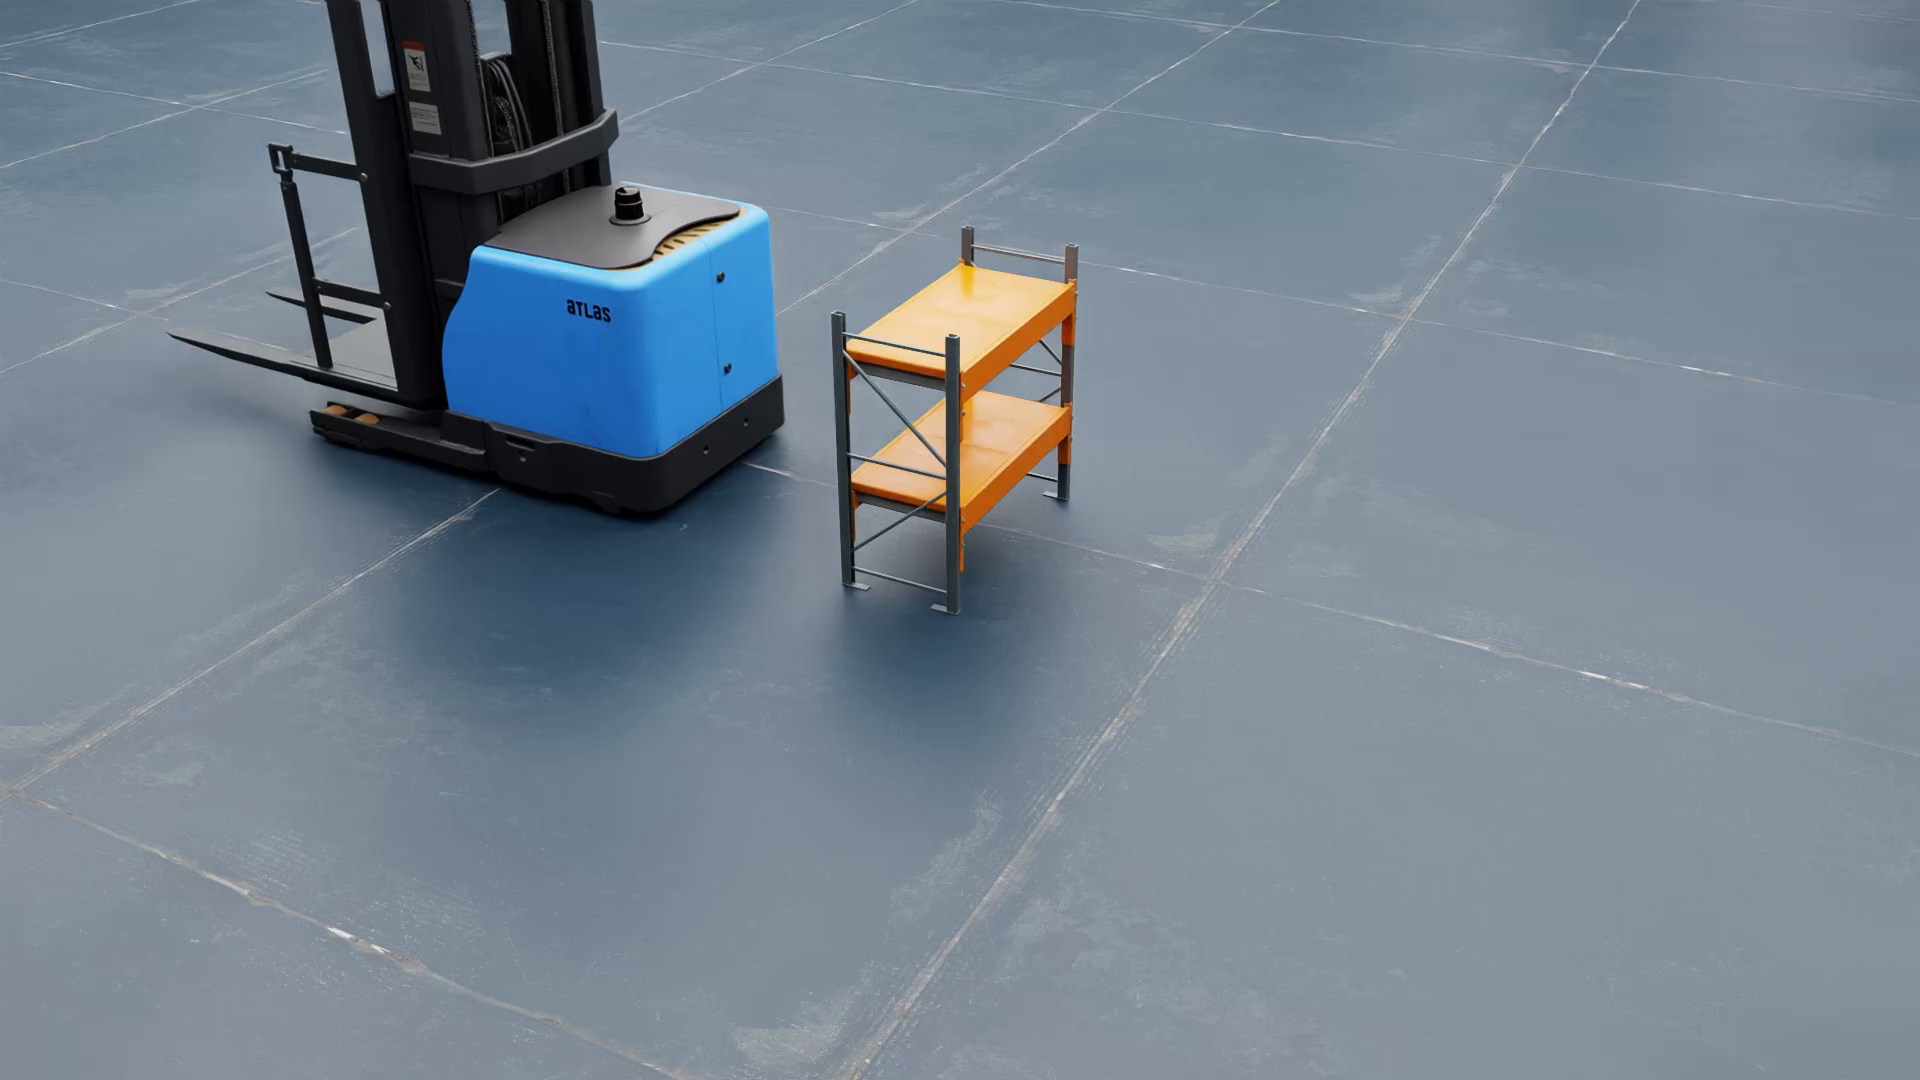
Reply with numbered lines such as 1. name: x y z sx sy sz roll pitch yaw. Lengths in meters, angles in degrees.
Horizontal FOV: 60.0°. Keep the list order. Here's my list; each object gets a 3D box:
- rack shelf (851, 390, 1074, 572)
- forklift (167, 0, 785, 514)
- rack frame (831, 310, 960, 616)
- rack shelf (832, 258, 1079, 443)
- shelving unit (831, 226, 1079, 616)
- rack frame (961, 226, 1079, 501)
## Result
1. rack shelf: 0.003 -0.279 6.597 0.538 0.278 1.000 14 33 23
2. forklift: -2.344 -1.883 7.087 3.031 2.935 1.130 14 33 24
3. rack frame: -0.229 -0.265 6.083 0.500 1.125 0.032 14 33 23
4. rack shelf: 0.003 -0.745 6.329 0.538 0.278 1.000 14 33 23
5. shelving unit: 0.003 -0.491 6.475 0.538 1.125 1.048 14 33 23
6. rack frame: 0.235 -0.716 6.868 0.500 1.125 0.032 14 33 23
